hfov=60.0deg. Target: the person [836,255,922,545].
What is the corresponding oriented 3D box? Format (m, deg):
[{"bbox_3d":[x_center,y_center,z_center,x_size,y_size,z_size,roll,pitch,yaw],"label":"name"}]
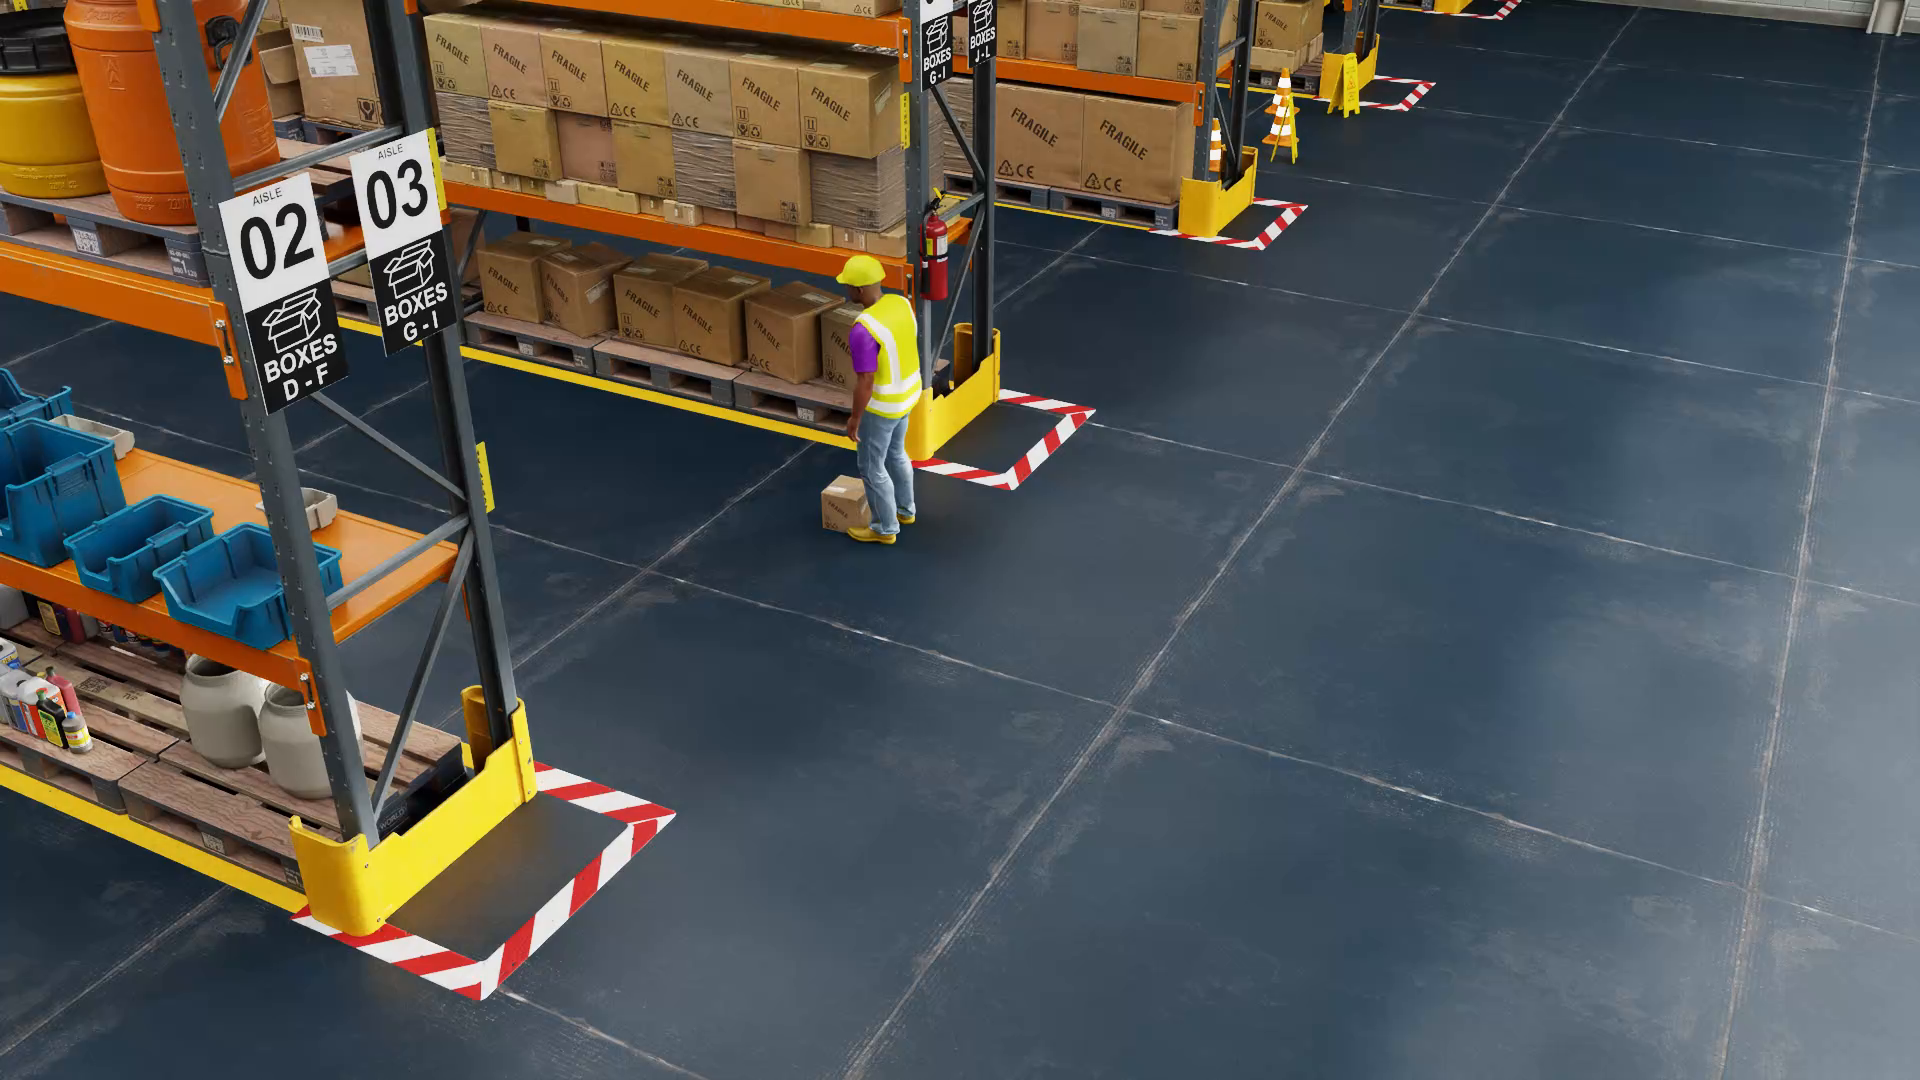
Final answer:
[{"bbox_3d":[-0.473,-0.821,9.704,0.460,1.760,0.631,14,33,23],"label":"person"}]
